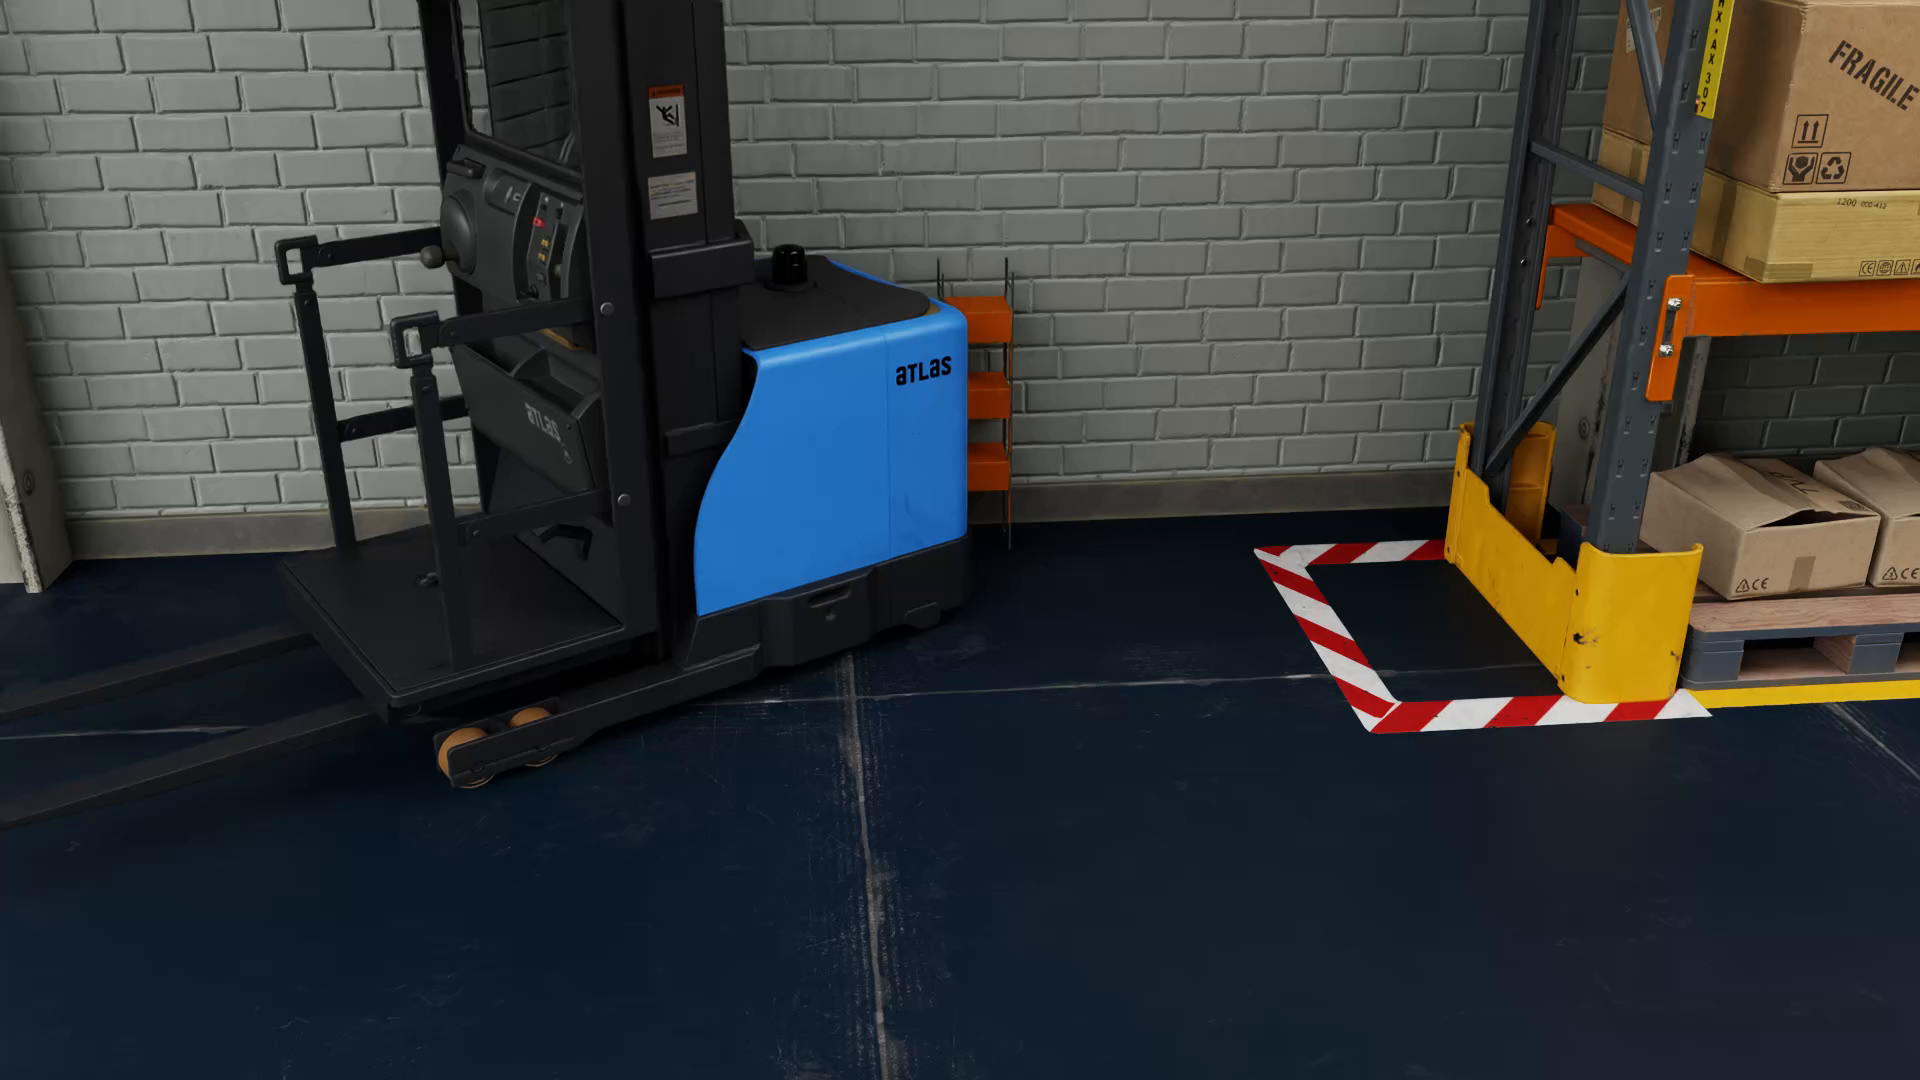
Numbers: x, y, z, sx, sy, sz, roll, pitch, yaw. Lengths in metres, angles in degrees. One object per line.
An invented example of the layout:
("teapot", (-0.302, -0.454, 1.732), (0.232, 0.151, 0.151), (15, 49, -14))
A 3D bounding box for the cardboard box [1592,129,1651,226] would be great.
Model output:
("cardboard box", (2.374, -1.141, 5.284), (0.500, 0.250, 0.500), (-2, 24, -4))

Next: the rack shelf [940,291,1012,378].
("rack shelf", (0.053, -0.732, 5.931), (0.240, 0.259, 0.215), (-2, 24, -5))

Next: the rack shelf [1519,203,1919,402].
("rack shelf", (3.918, -0.855, 5.366), (4.000, 0.370, 1.077), (-2, 24, -5))

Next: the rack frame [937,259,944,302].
("rack frame", (-0.068, -0.477, 6.031), (0.008, 1.050, 0.200), (-2, 24, -5))

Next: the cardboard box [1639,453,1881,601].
("cardboard box", (2.626, -0.067, 5.477), (0.500, 0.311, 0.500), (-5, 24, -11))

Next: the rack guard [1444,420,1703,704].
("rack guard", (2.004, 0.036, 5.554), (0.348, 0.500, 1.175), (-2, 24, -5))

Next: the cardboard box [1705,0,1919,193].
("cardboard box", (2.433, -1.284, 4.683), (0.500, 0.500, 0.500), (-2, 24, -5))

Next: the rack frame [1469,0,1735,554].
("rack frame", (1.928, -1.104, 5.040), (0.127, 3.000, 1.000), (-2, 24, -5))

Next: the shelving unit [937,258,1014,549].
("shelving unit", (0.053, -0.482, 6.042), (0.252, 1.050, 0.215), (-2, 24, -5))

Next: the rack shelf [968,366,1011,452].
("rack shelf", (0.053, -0.472, 6.046), (0.240, 0.259, 0.215), (-2, 24, -5))

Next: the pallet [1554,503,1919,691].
("pallet", (2.816, 0.149, 5.654), (1.213, 0.211, 1.003), (-2, 24, -5))

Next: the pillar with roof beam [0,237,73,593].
("pillar with roof beam", (-3.008, -2.243, 0.217), (0.400, 9.000, 9.100), (-2, 24, -5))

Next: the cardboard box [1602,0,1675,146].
("cardboard box", (2.376, -1.492, 5.150), (0.500, 0.500, 0.500), (-3, 24, -6))

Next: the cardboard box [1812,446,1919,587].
("cardboard box", (3.193, -0.090, 5.528), (0.500, 0.311, 0.500), (0, 24, -1))

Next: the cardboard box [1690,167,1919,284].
("cardboard box", (2.445, -0.935, 4.821), (0.500, 0.250, 0.500), (-3, 24, -7))

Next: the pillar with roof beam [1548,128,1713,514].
("pillar with roof beam", (2.963, -2.482, 0.756), (0.400, 9.000, 9.100), (-2, 24, -5))

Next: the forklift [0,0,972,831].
("forklift", (-1.448, -0.884, 4.630), (3.031, 2.935, 1.130), (-17, 29, -33))

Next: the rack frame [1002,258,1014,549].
("rack frame", (0.175, -0.487, 6.053), (0.008, 1.050, 0.200), (-2, 24, -5))

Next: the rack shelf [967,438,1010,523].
("rack shelf", (0.053, -0.218, 6.159), (0.240, 0.259, 0.215), (-2, 24, -5))

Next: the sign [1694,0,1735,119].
("sign", (1.982, -1.280, 4.371), (0.005, 0.325, 0.100), (-2, 24, -5))
